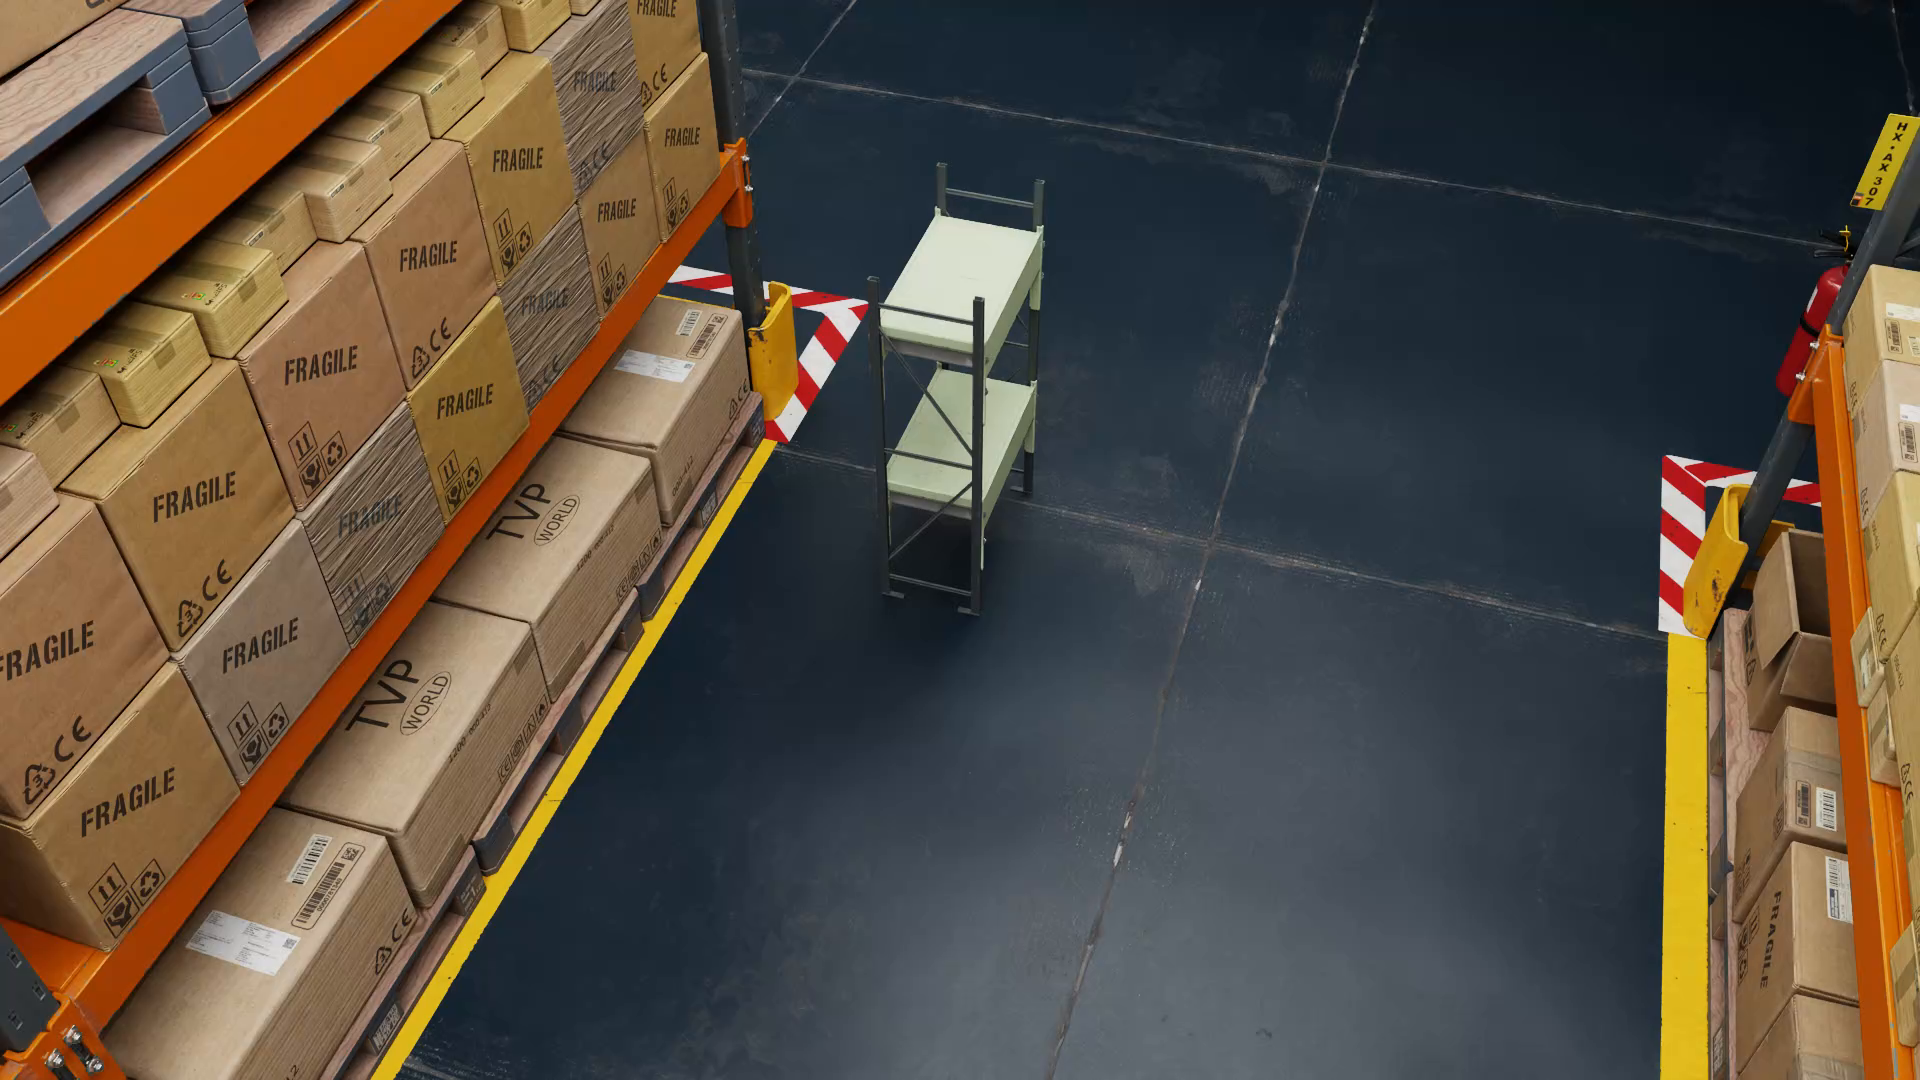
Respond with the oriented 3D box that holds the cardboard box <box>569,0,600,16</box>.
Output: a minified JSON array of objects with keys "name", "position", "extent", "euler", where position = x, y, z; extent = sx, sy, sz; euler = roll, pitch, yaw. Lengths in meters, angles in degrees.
[{"name":"cardboard box","position":[-1.293,-1.780,5.174],"extent":[0.380,0.149,0.250],"euler":[12,46,12]}]

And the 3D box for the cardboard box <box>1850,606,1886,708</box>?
[{"name":"cardboard box","position":[2.610,0.347,4.430],"extent":[0.380,0.149,0.250],"euler":[11,46,11]}]

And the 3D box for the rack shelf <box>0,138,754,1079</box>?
[{"name":"rack shelf","position":[-1.929,-0.211,5.335],"extent":[1.077,0.370,4.000],"euler":[13,46,13]}]

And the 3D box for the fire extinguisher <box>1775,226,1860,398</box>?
[{"name":"fire extinguisher","position":[3.012,-0.787,5.731],"extent":[0.296,0.674,0.183],"euler":[13,46,13]}]

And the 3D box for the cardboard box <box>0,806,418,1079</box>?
[{"name":"cardboard box","position":[-2.242,1.235,4.875],"extent":[0.875,0.438,0.875],"euler":[12,46,12]}]

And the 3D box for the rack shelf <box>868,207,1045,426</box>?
[{"name":"rack shelf","position":[-0.002,-0.811,5.948],"extent":[0.431,0.370,0.720],"euler":[13,46,12]}]

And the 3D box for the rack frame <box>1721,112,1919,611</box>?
[{"name":"rack frame","position":[3.408,-0.752,5.374],"extent":[1.000,3.000,0.127],"euler":[13,46,13]}]

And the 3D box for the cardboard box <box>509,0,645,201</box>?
[{"name":"cardboard box","position":[-1.373,-1.468,5.319],"extent":[0.500,0.500,0.500],"euler":[13,46,13]}]

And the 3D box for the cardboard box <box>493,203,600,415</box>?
[{"name":"cardboard box","position":[-1.530,-0.783,5.334],"extent":[0.500,0.500,0.500],"euler":[14,46,14]}]

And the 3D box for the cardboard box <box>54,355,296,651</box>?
[{"name":"cardboard box","position":[-2.001,-0.129,3.951],"extent":[0.500,0.500,0.500],"euler":[12,46,12]}]

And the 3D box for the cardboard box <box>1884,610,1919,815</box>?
[{"name":"cardboard box","position":[2.577,0.461,4.029],"extent":[0.500,0.250,0.500],"euler":[11,46,11]}]

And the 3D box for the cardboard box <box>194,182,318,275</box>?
[{"name":"cardboard box","position":[-1.853,-0.777,4.149],"extent":[0.380,0.149,0.250],"euler":[12,46,12]}]

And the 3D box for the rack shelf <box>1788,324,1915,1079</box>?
[{"name":"rack shelf","position":[2.803,0.838,4.263],"extent":[1.077,0.370,4.000],"euler":[13,46,13]}]

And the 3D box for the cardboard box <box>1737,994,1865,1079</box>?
[{"name":"cardboard box","position":[2.522,1.632,4.424],"extent":[0.700,0.500,0.500],"euler":[11,45,11]}]

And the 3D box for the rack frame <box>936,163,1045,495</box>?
[{"name":"rack frame","position":[0.109,-0.776,6.470],"extent":[0.400,1.500,0.023],"euler":[13,46,12]}]

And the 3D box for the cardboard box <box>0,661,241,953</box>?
[{"name":"cardboard box","position":[-2.143,0.572,3.949],"extent":[0.500,0.500,0.500],"euler":[14,46,14]}]

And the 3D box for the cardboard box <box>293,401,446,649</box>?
[{"name":"cardboard box","position":[-1.830,-0.092,4.628],"extent":[0.500,0.500,0.500],"euler":[13,46,13]}]

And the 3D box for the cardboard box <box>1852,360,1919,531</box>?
[{"name":"cardboard box","position":[2.862,-0.223,4.728],"extent":[0.500,0.250,0.500],"euler":[13,46,13]}]

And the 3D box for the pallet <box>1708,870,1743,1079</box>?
[{"name":"pallet","position":[2.774,1.638,4.926],"extent":[1.003,0.211,1.213],"euler":[13,46,13]}]

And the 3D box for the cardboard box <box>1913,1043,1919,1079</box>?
[{"name":"cardboard box","position":[2.272,1.212,3.546],"extent":[0.380,0.149,0.250],"euler":[14,46,14]}]

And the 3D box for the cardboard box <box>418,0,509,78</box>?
[{"name":"cardboard box","position":[-1.555,-1.462,4.849],"extent":[0.380,0.149,0.250],"euler":[12,46,12]}]

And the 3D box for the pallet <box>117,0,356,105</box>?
[{"name":"pallet","position":[-1.906,-1.529,4.086],"extent":[1.003,0.211,1.213],"euler":[13,46,13]}]

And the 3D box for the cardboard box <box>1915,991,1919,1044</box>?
[{"name":"cardboard box","position":[2.256,1.133,3.342],"extent":[0.500,0.250,0.500],"euler":[13,46,13]}]

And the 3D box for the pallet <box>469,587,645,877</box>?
[{"name":"pallet","position":[-1.862,0.556,6.031],"extent":[1.003,0.211,1.213],"euler":[13,46,12]}]

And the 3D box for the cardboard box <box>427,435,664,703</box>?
[{"name":"cardboard box","position":[-1.697,0.038,6.098],"extent":[0.875,0.438,0.875],"euler":[14,46,14]}]

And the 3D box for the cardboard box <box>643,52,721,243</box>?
[{"name":"cardboard box","position":[-1.217,-1.459,6.025],"extent":[0.500,0.500,0.500],"euler":[13,46,13]}]

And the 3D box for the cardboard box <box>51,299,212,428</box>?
[{"name":"cardboard box","position":[-1.959,-0.421,3.786],"extent":[0.380,0.149,0.250],"euler":[12,46,12]}]

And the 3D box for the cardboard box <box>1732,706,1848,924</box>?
[{"name":"cardboard box","position":[2.837,0.940,5.131],"extent":[0.700,0.500,0.500],"euler":[14,46,14]}]

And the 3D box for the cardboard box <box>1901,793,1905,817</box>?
[{"name":"cardboard box","position":[2.537,0.713,4.056],"extent":[0.380,0.149,0.250],"euler":[12,46,12]}]

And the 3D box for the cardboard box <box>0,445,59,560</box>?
[{"name":"cardboard box","position":[-2.130,-0.089,3.446],"extent":[0.380,0.149,0.250],"euler":[13,46,13]}]

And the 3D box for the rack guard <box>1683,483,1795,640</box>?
[{"name":"rack guard","position":[3.385,0.192,6.196],"extent":[1.175,0.500,0.348],"euler":[13,46,13]}]

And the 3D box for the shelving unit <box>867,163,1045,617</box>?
[{"name":"shelving unit","position":[-0.002,-0.532,6.221],"extent":[0.431,1.500,0.755],"euler":[13,46,12]}]

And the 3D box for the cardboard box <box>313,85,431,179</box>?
[{"name":"cardboard box","position":[-1.673,-1.111,4.490],"extent":[0.380,0.149,0.250],"euler":[14,46,14]}]

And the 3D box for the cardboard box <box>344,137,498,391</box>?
[{"name":"cardboard box","position":[-1.680,-0.804,4.640],"extent":[0.500,0.500,0.500],"euler":[12,46,12]}]
